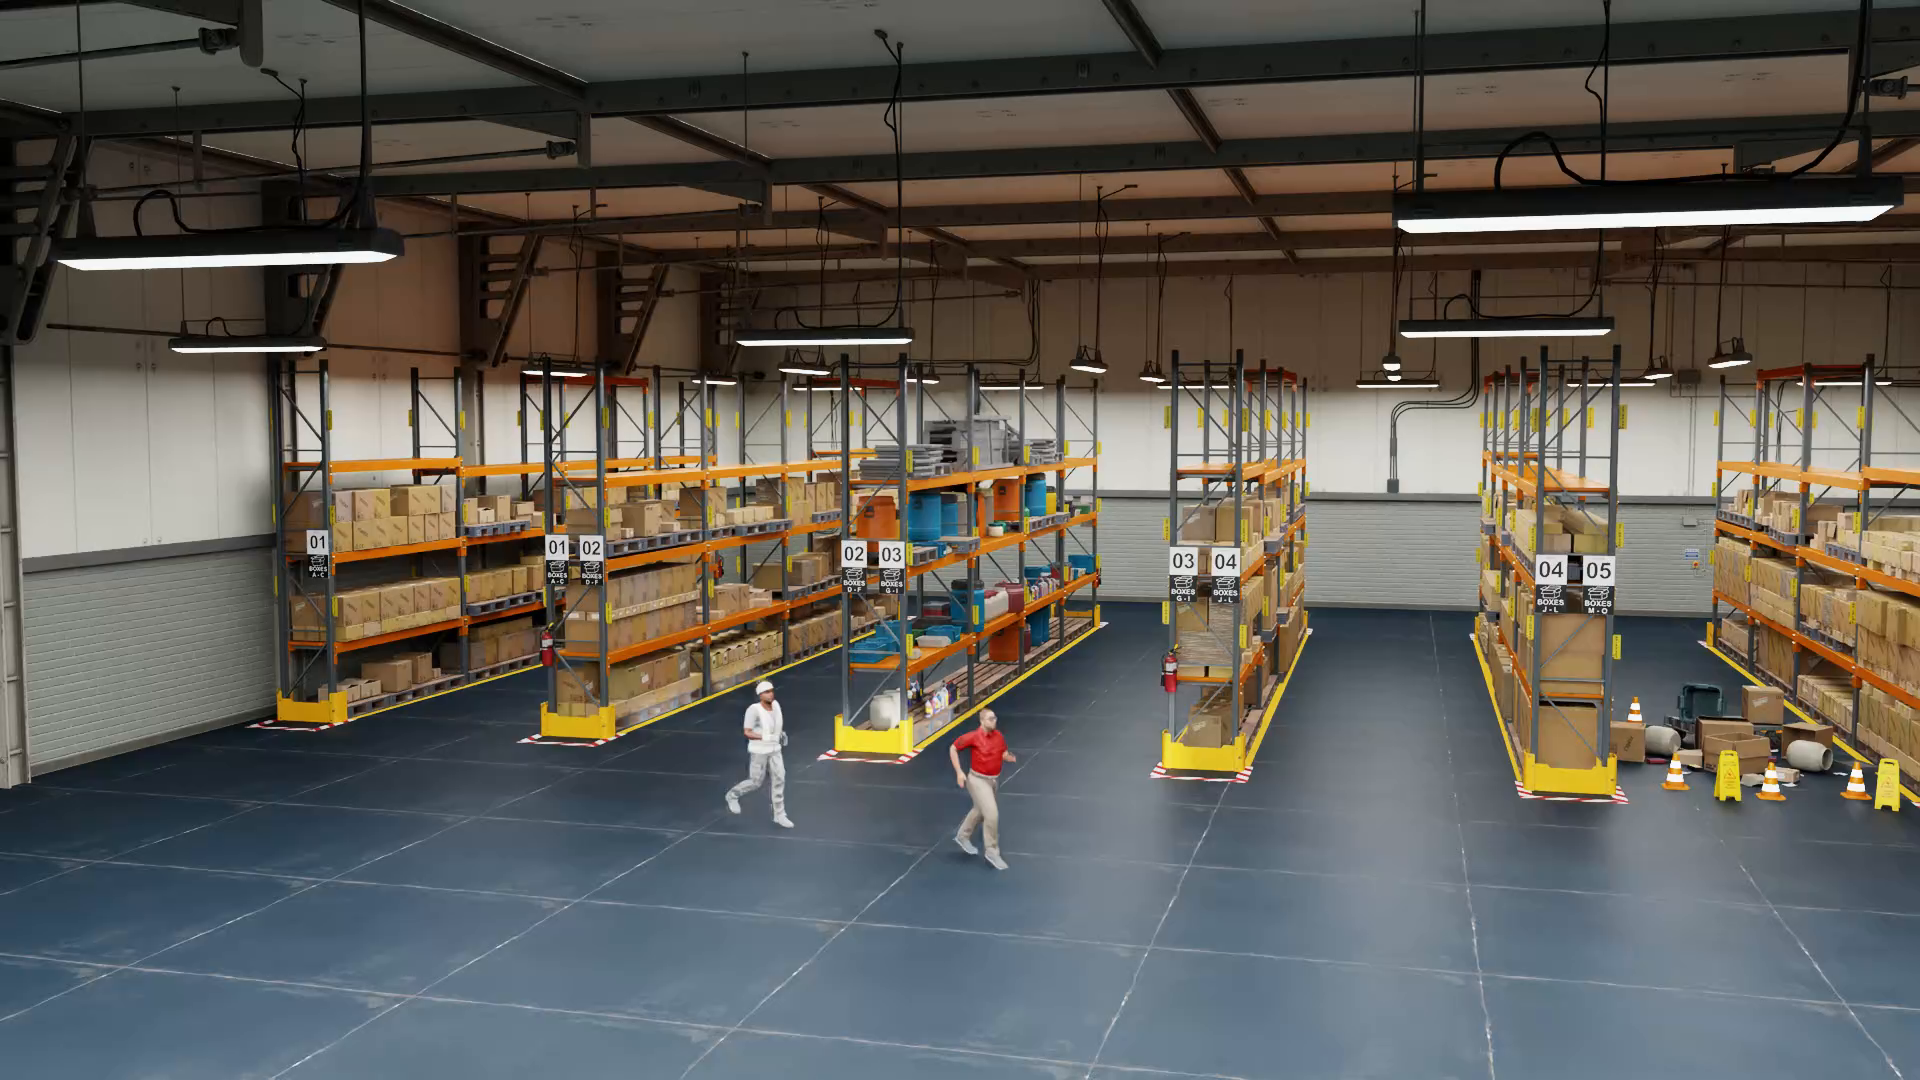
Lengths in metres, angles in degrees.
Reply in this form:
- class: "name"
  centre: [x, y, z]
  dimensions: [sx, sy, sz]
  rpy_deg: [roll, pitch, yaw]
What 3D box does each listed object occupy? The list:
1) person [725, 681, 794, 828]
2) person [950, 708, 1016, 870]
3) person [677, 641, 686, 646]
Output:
- class: "person"
  centre: [-2.451, 2.630, 20.631]
  dimensions: [0.982, 1.787, 0.691]
  rpy_deg: [3, 5, 38]
- class: "person"
  centre: [0.259, 2.788, 18.797]
  dimensions: [0.892, 1.788, 0.634]
  rpy_deg: [3, 5, 37]
- class: "person"
  centre: [-6.128, 1.568, 36.332]
  dimensions: [0.561, 1.643, 0.494]
  rpy_deg: [1, 4, 8]
